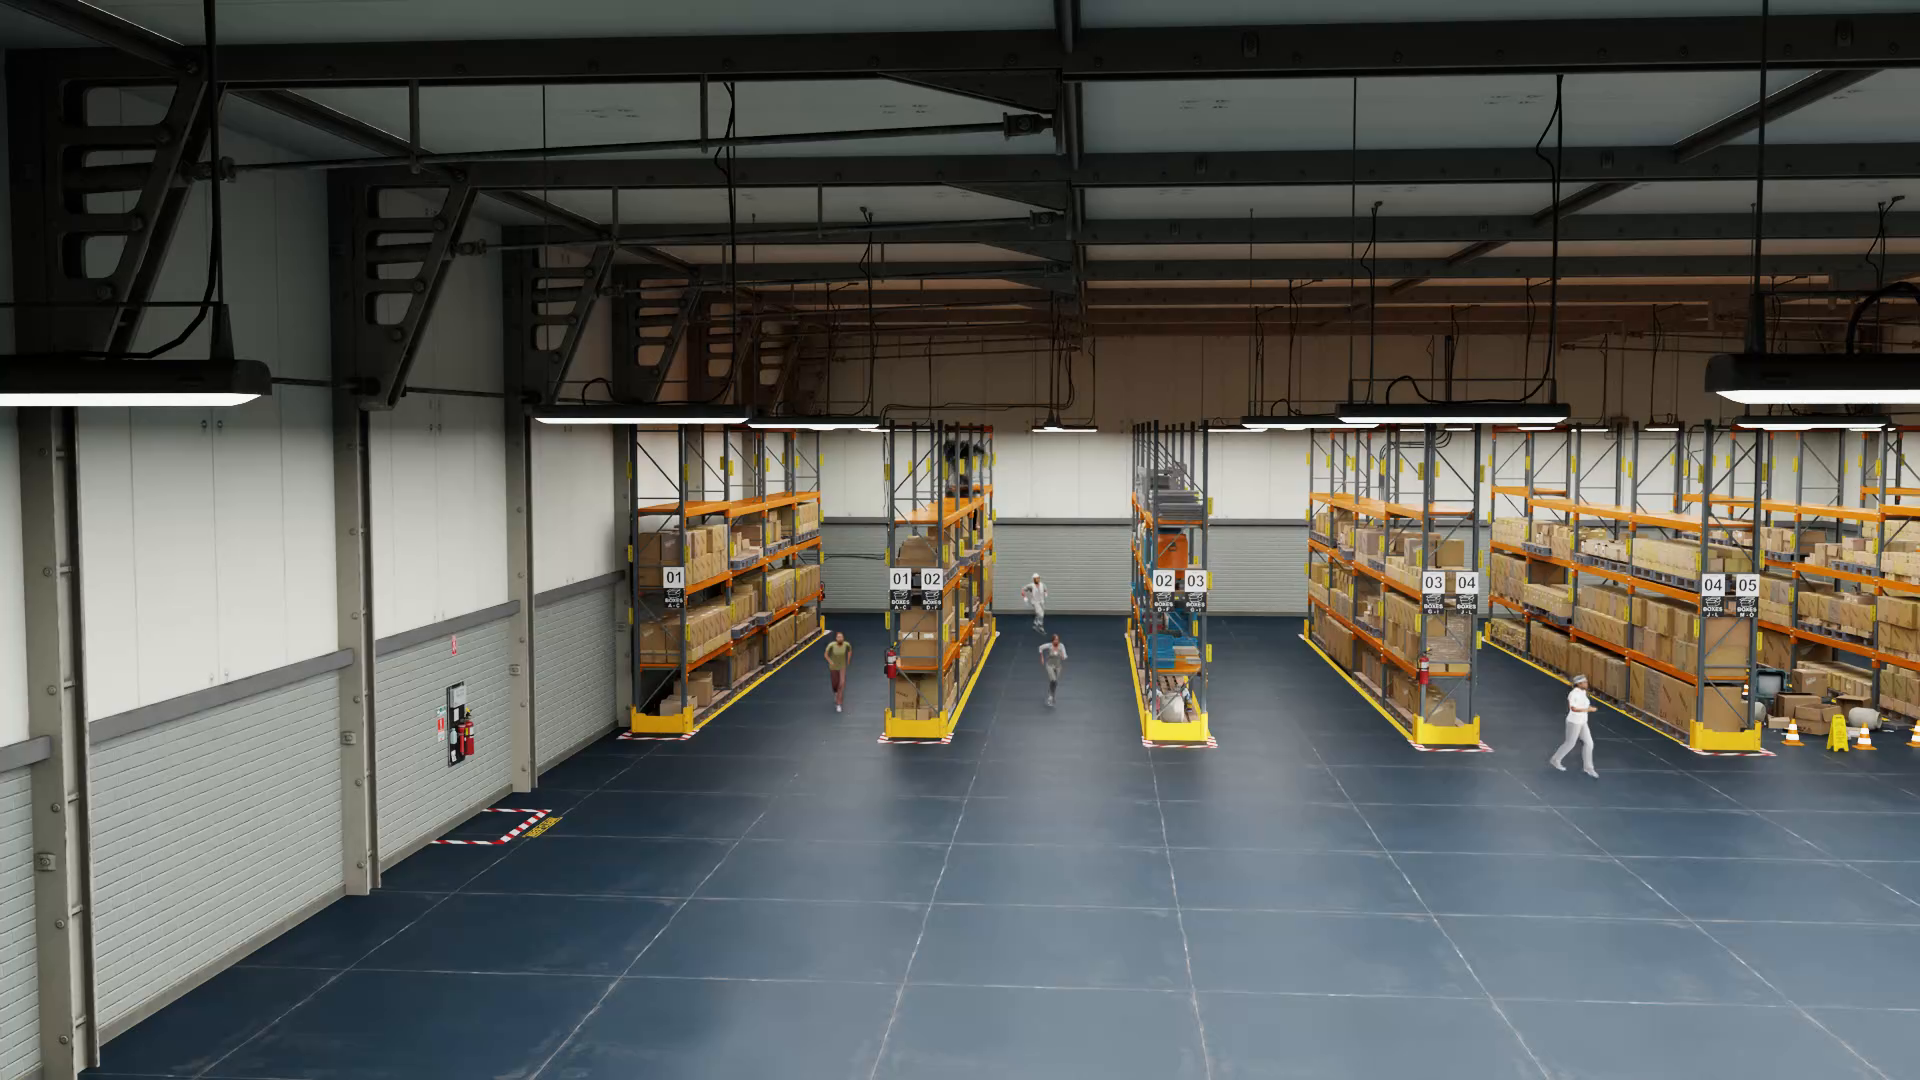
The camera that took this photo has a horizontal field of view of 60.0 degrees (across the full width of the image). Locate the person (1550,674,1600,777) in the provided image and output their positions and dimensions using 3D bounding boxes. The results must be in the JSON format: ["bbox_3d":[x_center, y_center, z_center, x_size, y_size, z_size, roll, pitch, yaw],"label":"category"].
[{"bbox_3d":[10.334,3.114,27.969,0.816,1.742,0.536,3,5,39],"label":"person"}]

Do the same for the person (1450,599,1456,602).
[{"bbox_3d":[13.345,2.015,45.074,0.723,1.718,0.570,0,4,4],"label":"person"}]

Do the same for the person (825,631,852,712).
[{"bbox_3d":[-2.547,2.712,34.813,0.579,1.658,1.059,0,4,-7],"label":"person"}]

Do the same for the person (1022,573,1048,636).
[{"bbox_3d":[2.185,1.845,47.483,0.713,1.806,0.743,-2,4,-33],"label":"person"}]

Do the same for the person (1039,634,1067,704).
[{"bbox_3d":[1.961,2.720,35.013,0.526,1.523,0.822,-1,4,-15],"label":"person"}]
